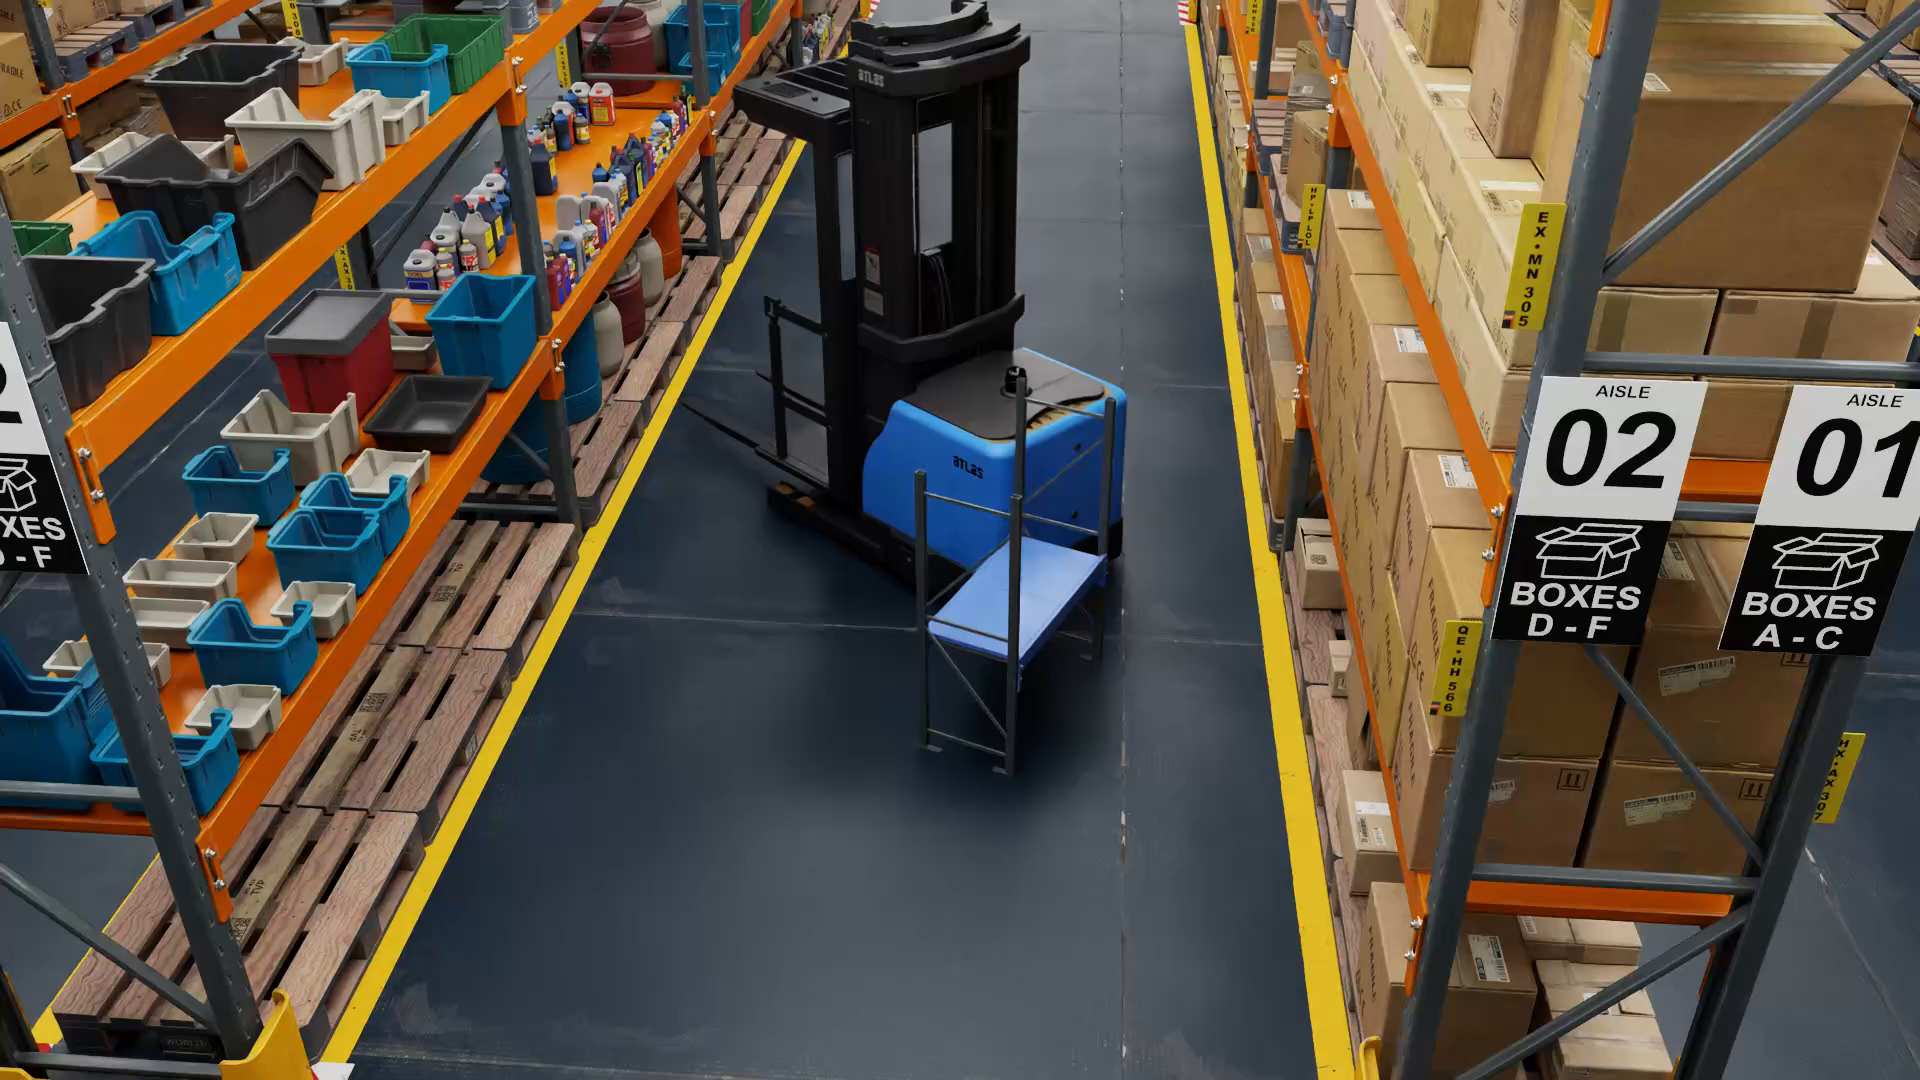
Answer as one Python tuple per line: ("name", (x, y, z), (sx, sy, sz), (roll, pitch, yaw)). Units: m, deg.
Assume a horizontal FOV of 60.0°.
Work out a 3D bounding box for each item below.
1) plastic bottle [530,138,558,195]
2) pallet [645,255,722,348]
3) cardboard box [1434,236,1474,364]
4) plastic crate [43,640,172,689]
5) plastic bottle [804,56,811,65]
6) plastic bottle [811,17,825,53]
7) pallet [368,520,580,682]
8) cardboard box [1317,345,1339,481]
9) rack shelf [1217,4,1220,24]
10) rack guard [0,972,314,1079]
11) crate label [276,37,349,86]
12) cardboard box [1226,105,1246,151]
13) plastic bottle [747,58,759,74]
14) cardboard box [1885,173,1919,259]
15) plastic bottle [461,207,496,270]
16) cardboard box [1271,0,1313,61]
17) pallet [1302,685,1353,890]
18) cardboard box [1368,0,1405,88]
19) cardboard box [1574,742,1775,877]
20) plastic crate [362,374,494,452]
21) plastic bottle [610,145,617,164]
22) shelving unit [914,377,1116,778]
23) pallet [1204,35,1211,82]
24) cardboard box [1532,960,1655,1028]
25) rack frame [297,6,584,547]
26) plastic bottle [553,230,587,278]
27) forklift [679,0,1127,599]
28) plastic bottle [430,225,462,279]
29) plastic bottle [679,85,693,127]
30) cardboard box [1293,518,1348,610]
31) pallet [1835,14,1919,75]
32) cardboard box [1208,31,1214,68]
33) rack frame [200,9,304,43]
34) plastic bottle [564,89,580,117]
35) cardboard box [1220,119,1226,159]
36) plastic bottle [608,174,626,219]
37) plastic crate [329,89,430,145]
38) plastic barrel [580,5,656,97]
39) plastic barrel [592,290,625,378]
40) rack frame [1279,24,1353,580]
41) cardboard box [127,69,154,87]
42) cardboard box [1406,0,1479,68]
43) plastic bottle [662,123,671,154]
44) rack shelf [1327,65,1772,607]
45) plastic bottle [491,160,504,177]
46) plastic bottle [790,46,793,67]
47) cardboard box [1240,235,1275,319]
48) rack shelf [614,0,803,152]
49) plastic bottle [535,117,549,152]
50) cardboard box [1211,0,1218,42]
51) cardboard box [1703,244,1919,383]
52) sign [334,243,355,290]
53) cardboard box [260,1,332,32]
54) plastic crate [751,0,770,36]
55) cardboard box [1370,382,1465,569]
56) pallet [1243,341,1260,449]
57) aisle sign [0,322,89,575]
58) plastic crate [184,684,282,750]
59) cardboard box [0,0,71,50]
("plastic bottle", (-2.665, -2.393, 10.601), (0.144, 0.351, 0.185), (2, 32, 4))
("pallet", (-2.363, -1.770, 12.201), (1.003, 0.211, 1.213), (2, 32, 4))
("cardboard box", (1.776, -0.728, 5.137), (0.500, 0.250, 0.500), (2, 32, 4))
("plastic crate", (-3.106, 0.465, 6.111), (0.396, 0.136, 0.243), (2, 32, 4))
("plastic bottle", (-1.535, -4.713, 16.567), (0.097, 0.201, 0.097), (0, 32, 0))
("plastic bottle", (-1.485, -5.248, 17.292), (0.144, 0.351, 0.185), (2, 32, 4))
("pallet", (-2.687, 0.294, 8.852), (1.003, 0.211, 1.213), (2, 32, 4))
("cardboard box", (1.919, -0.586, 7.527), (0.500, 0.500, 0.500), (3, 32, 5))
("rack shelf", (3.085, -5.989, 17.075), (1.077, 0.370, 4.000), (2, 32, 4))
("rack guard", (-2.981, 1.889, 5.988), (1.175, 0.500, 0.348), (2, 32, 4))
("crate label", (-2.994, -2.201, 7.635), (0.293, 0.136, 0.466), (2, 32, 4))
("cardboard box", (2.516, -3.487, 14.015), (0.500, 0.311, 0.500), (3, 32, 5))
("plastic bottle", (-2.106, -4.865, 16.671), (0.144, 0.351, 0.185), (2, 32, 4))
("cardboard box", (7.540, -2.450, 12.610), (0.700, 0.500, 0.500), (3, 32, 5))
("plastic bottle", (-2.774, -1.747, 9.553), (0.144, 0.351, 0.185), (2, 32, 4))
("cardboard box", (2.717, -4.078, 13.194), (0.500, 0.500, 0.500), (1, 32, 1))
("pallet", (2.117, 1.120, 7.512), (1.003, 0.211, 1.213), (2, 32, 4))
("cardboard box", (1.945, -1.987, 6.702), (0.500, 0.250, 0.500), (2, 32, 4))
("cardboard box", (2.244, 0.762, 5.339), (0.500, 0.500, 0.500), (3, 32, 5))
("plastic crate", (-2.489, -0.591, 7.836), (0.437, 0.125, 0.590), (2, 32, 4))
("plastic bottle", (-2.200, -2.404, 10.683), (0.061, 0.283, 0.133), (2, 32, 4))
("shelving unit", (0.266, 0.164, 7.835), (0.538, 1.500, 1.048), (15, 35, 23))
("pallet", (3.125, -5.116, 17.630), (1.003, 0.211, 1.213), (2, 32, 4))
("cardboard box", (2.342, 1.709, 6.178), (0.380, 0.166, 0.250), (2, 32, 4))
("rack frame", (-2.666, -1.280, 8.747), (1.000, 3.000, 0.127), (2, 32, 4))
("plastic bottle", (-2.219, -1.644, 9.457), (0.152, 0.276, 0.135), (2, 32, 4))
("forklift", (-0.488, -1.502, 9.174), (1.130, 2.935, 3.031), (-27, 41, -36))
("plastic bottle", (-2.926, -1.638, 9.447), (0.152, 0.276, 0.135), (2, 32, 4))
("plastic bottle", (-1.948, -3.092, 11.799), (0.061, 0.283, 0.133), (2, 32, 4))
("cardboard box", (2.021, 0.102, 8.650), (0.500, 0.311, 0.500), (2, 32, 4))
("pallet", (7.654, -3.903, 13.188), (1.003, 0.211, 1.213), (2, 32, 4))
("cardboard box", (2.818, -5.032, 17.058), (0.500, 0.250, 0.500), (2, 32, 4))
("rack frame", (-6.951, -5.674, 15.879), (1.000, 3.000, 0.127), (2, 32, 4))
("plastic bottle", (-2.734, -3.044, 11.734), (0.097, 0.271, 0.097), (0, 32, 0))
("cardboard box", (2.560, -3.519, 14.602), (0.500, 0.250, 0.500), (2, 32, 2))
("plastic bottle", (-2.118, -2.115, 10.227), (0.097, 0.271, 0.097), (0, 32, 0))
("plastic crate", (-2.390, -1.763, 6.924), (0.293, 0.136, 0.466), (2, 32, 4))
("plastic barrel", (-2.605, -3.685, 12.520), (0.600, 0.536, 0.708), (2, 32, 4))
("plastic barrel", (-2.412, -1.345, 10.824), (0.421, 0.512, 0.421), (0, 32, 0))
("rack frame", (2.271, -1.066, 8.401), (1.000, 3.000, 0.127), (2, 32, 4))
("cardboard box", (-7.125, -3.936, 15.021), (0.700, 0.500, 0.500), (0, 32, 0))
("cardboard box", (2.052, -2.038, 6.071), (0.700, 0.500, 0.500), (2, 32, 4))
("plastic bottle", (-2.018, -2.724, 11.281), (0.097, 0.201, 0.097), (0, 32, 0))
("rack shelf", (2.108, -0.991, 6.106), (1.077, 0.370, 4.000), (2, 32, 4))
("plastic bottle", (-2.882, -2.219, 10.383), (0.061, 0.283, 0.133), (2, 32, 4))
("plastic bottle", (-1.659, -4.816, 16.656), (0.061, 0.283, 0.133), (2, 32, 4))
("cardboard box", (2.237, -1.781, 11.524), (0.500, 0.500, 0.500), (1, 32, 2))
("rack shelf", (-2.178, -4.111, 14.027), (1.077, 0.370, 4.000), (2, 32, 4))
("plastic bottle", (-2.811, -2.678, 11.128), (0.061, 0.283, 0.133), (2, 32, 4))
("cardboard box", (2.831, -5.351, 16.860), (0.500, 0.500, 0.500), (2, 32, 4))
("cardboard box", (2.246, -0.658, 4.546), (0.500, 0.250, 0.500), (2, 32, 4))
("sign", (-3.214, -1.422, 8.715), (0.100, 0.325, 0.005), (2, 32, 4))
("cardboard box", (-6.840, -5.296, 17.248), (0.500, 0.500, 0.500), (13, 34, 19))
("plastic crate", (-1.875, -4.450, 14.094), (0.450, 0.188, 0.662), (2, 32, 4))
("cardboard box", (1.785, -0.223, 5.984), (0.500, 0.500, 0.500), (3, 32, 5))
("pallet", (2.396, -0.945, 10.863), (1.003, 0.211, 1.213), (2, 32, 4))
("aisle sign", (-2.701, -0.244, 4.590), (0.394, 0.787, 0.004), (2, 32, 4))
("plastic crate", (-2.535, 0.620, 5.860), (0.250, 0.136, 0.298), (2, 32, 4))
("cardboard box", (-7.273, -4.088, 12.809), (0.500, 0.500, 0.500), (-1, 32, -2))
